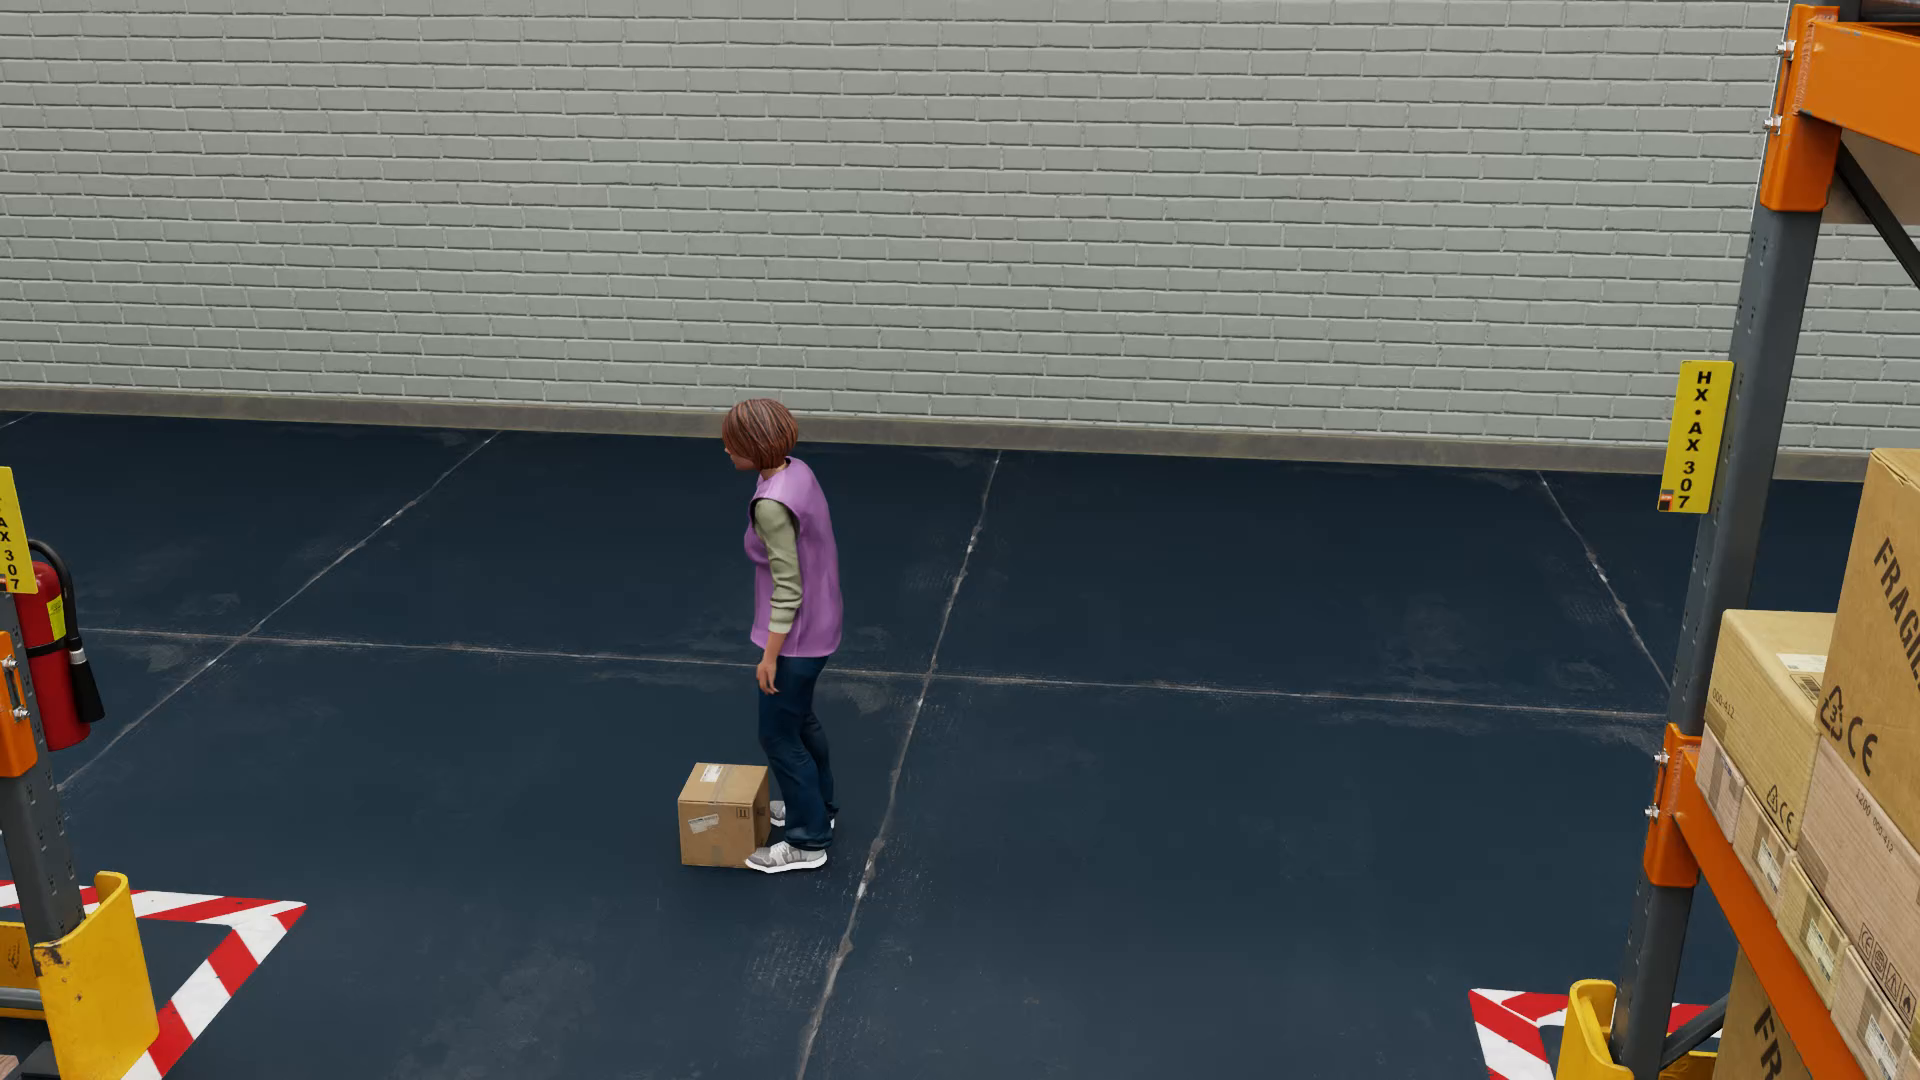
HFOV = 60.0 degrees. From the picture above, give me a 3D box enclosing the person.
[{"bbox_3d":[-0.546,0.308,5.316,0.341,1.594,0.485,1,22,3],"label":"person"}]
